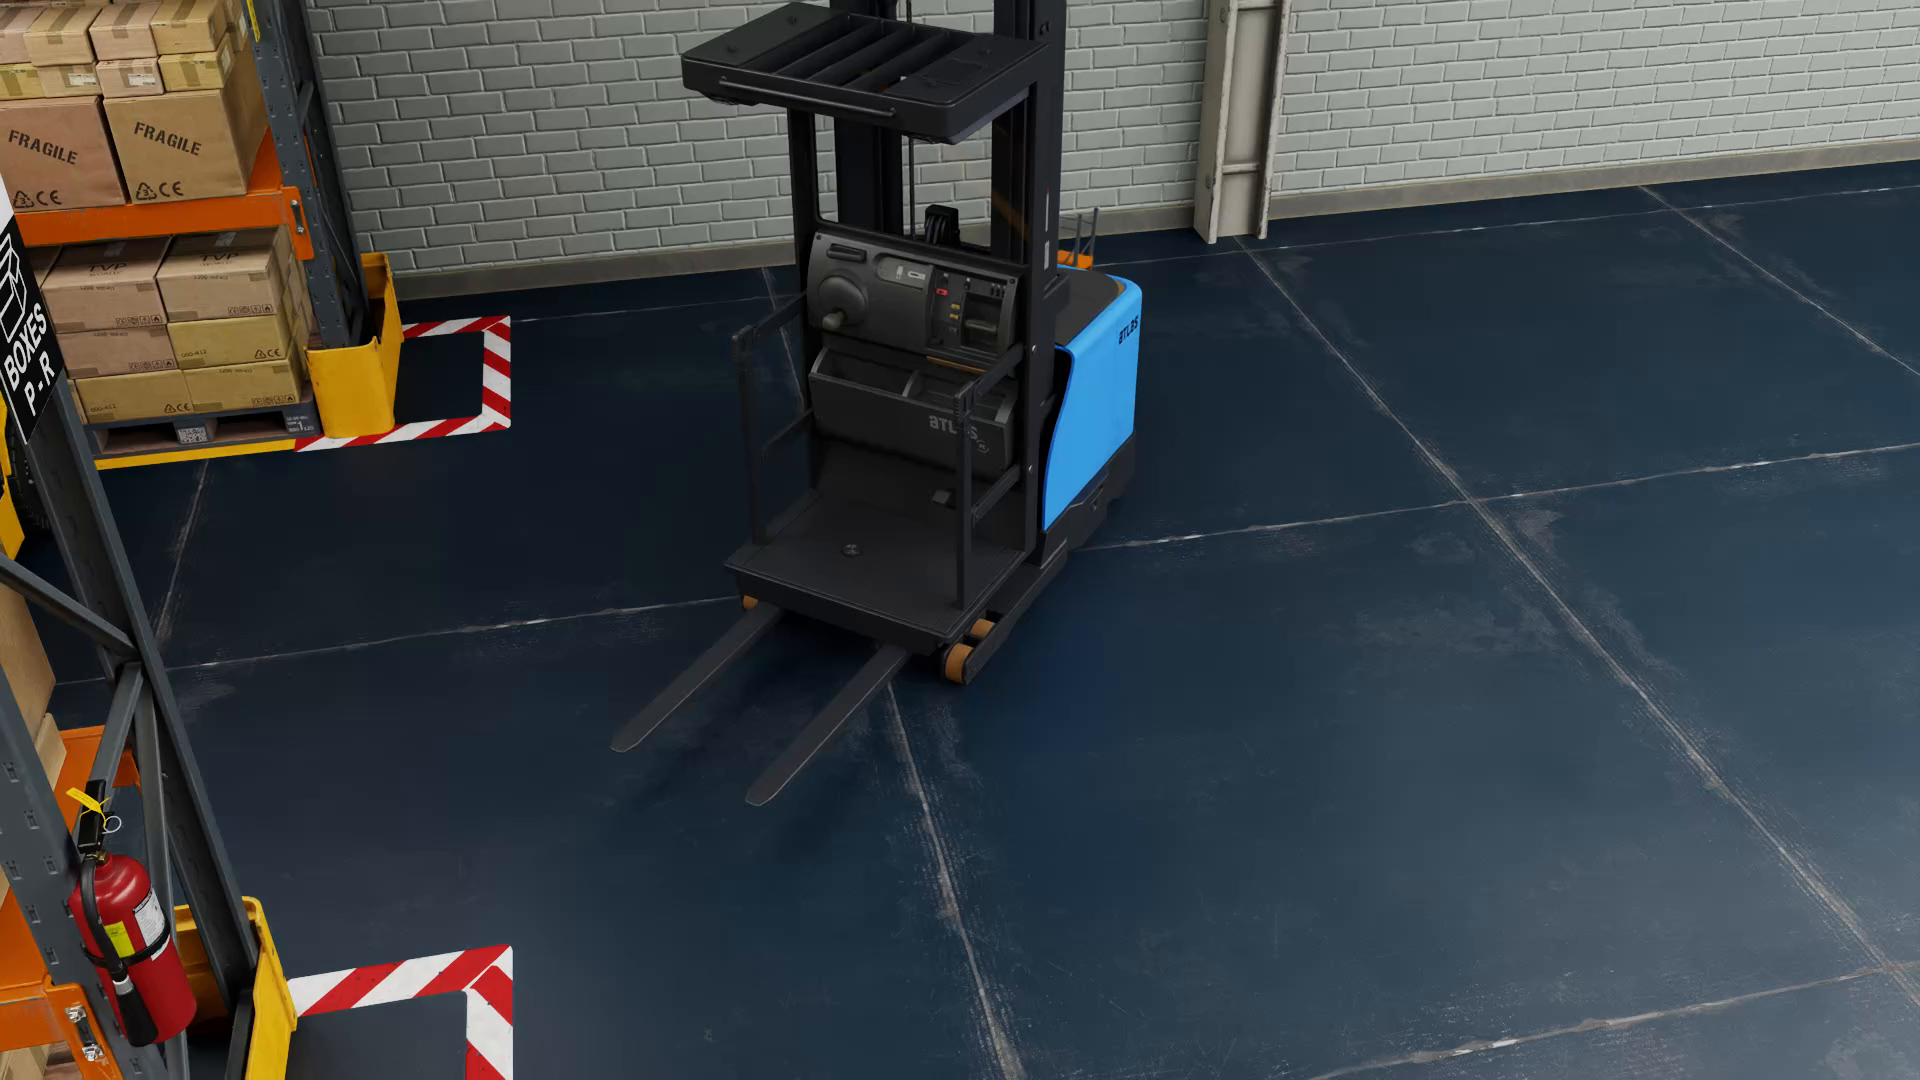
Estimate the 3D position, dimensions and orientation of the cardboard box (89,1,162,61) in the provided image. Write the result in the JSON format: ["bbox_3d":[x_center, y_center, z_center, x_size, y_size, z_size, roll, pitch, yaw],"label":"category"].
[{"bbox_3d":[-3.779,-2.320,7.577,0.250,0.149,0.380,-7,35,-10],"label":"cardboard box"}]

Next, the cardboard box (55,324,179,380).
[{"bbox_3d":[-4.140,-1.047,8.260,0.500,0.250,0.500,-8,35,-11],"label":"cardboard box"}]

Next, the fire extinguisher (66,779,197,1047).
[{"bbox_3d":[-1.930,0.874,3.825,0.183,0.674,0.296,-7,35,-11],"label":"fire extinguisher"}]

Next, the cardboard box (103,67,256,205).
[{"bbox_3d":[-3.664,-1.930,7.845,0.500,0.500,0.500,-8,35,-12],"label":"cardboard box"}]

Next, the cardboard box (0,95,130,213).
[{"bbox_3d":[-4.173,-1.871,7.757,0.500,0.500,0.500,-6,34,-9],"label":"cardboard box"}]

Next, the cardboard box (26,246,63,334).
[{"bbox_3d":[-4.609,-1.180,8.010,0.500,0.250,0.500,-7,34,-10],"label":"cardboard box"}]

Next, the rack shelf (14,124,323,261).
[{"bbox_3d":[-5.193,-1.547,8.009,4.000,0.370,1.077,-7,35,-11],"label":"rack shelf"}]

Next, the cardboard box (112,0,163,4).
[{"bbox_3d":[-3.890,-2.602,7.997,0.250,0.149,0.380,-6,34,-9],"label":"cardboard box"}]

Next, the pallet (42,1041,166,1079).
[{"bbox_3d":[-3.018,1.853,4.799,1.213,0.211,1.003,-7,35,-11],"label":"pallet"}]

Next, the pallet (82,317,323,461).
[{"bbox_3d":[-3.979,-0.817,8.778,1.213,0.211,1.003,-7,35,-11],"label":"pallet"}]

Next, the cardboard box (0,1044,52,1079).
[{"bbox_3d":[-2.992,1.522,4.881,0.500,0.250,0.500,-7,35,-11],"label":"cardboard box"}]

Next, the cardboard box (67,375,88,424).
[{"bbox_3d":[-4.608,-0.782,8.315,0.500,0.250,0.500,-7,34,-10],"label":"cardboard box"}]

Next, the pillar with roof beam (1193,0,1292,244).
[{"bbox_3d":[2.682,-3.385,4.718,0.400,9.000,9.100,-7,35,-11],"label":"pillar with roof beam"}]

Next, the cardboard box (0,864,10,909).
[{"bbox_3d":[-2.461,0.872,3.984,0.250,0.149,0.380,-6,34,-9],"label":"cardboard box"}]

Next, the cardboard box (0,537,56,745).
[{"bbox_3d":[-2.667,0.348,4.183,0.500,0.500,0.500,-8,35,-11],"label":"cardboard box"}]

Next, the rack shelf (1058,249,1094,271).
[{"bbox_3d":[0.494,-1.344,8.106,0.258,0.103,0.180,17,27,23],"label":"rack shelf"}]

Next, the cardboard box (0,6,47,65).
[{"bbox_3d":[-4.287,-2.283,7.522,0.250,0.149,0.380,-7,34,-10],"label":"cardboard box"}]

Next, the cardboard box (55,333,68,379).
[{"bbox_3d":[-4.639,-0.972,8.148,0.500,0.250,0.500,-8,35,-12],"label":"cardboard box"}]

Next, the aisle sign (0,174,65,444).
[{"bbox_3d":[-2.152,-0.650,3.694,0.004,0.787,0.394,-7,35,-11],"label":"aisle sign"}]

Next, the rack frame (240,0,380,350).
[{"bbox_3d":[-3.242,-2.092,8.175,0.127,3.000,1.000,-7,35,-11],"label":"rack frame"}]

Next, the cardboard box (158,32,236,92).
[{"bbox_3d":[-3.519,-2.208,7.676,0.250,0.149,0.380,-7,34,-10],"label":"cardboard box"}]

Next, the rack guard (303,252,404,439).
[{"bbox_3d":[-3.219,-1.057,8.876,0.348,0.500,1.175,-7,35,-11],"label":"rack guard"}]

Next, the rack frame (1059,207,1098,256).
[{"bbox_3d":[0.510,-1.090,8.313,0.240,1.200,0.006,17,27,23],"label":"rack frame"}]

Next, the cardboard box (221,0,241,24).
[{"bbox_3d":[-3.617,-2.601,7.995,0.250,0.149,0.380,-8,35,-11],"label":"cardboard box"}]

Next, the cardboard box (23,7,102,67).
[{"bbox_3d":[-4.028,-2.274,7.507,0.250,0.149,0.380,-6,34,-9],"label":"cardboard box"}]

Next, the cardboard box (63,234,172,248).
[{"bbox_3d":[-4.239,-1.520,8.517,0.500,0.250,0.500,-7,35,-10],"label":"cardboard box"}]

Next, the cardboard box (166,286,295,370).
[{"bbox_3d":[-3.648,-1.102,8.343,0.500,0.250,0.500,-8,35,-11],"label":"cardboard box"}]

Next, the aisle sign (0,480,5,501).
[{"bbox_3d":[-2.019,-0.324,3.208,0.004,0.787,0.394,-7,35,-11],"label":"aisle sign"}]

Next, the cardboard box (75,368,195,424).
[{"bbox_3d":[-4.118,-0.839,8.399,0.500,0.250,0.500,-7,35,-11],"label":"cardboard box"}]

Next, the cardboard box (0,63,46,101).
[{"bbox_3d":[-4.272,-2.137,7.571,0.250,0.149,0.380,-7,35,-11],"label":"cardboard box"}]

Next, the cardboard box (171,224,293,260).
[{"bbox_3d":[-3.753,-1.583,8.611,0.500,0.250,0.500,-8,35,-11],"label":"cardboard box"}]

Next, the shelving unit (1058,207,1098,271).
[{"bbox_3d":[0.467,-1.059,8.238,0.258,1.200,0.189,17,27,23],"label":"shelving unit"}]

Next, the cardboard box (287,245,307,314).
[{"bbox_3d":[-3.747,-1.387,8.767,0.500,0.250,0.500,-7,34,-10],"label":"cardboard box"}]

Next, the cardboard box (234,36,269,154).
[{"bbox_3d":[-3.787,-2.223,8.282,0.500,0.500,0.500,-6,34,-9],"label":"cardboard box"}]

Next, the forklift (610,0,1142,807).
[{"bbox_3d":[-0.296,-0.910,6.476,1.130,2.935,3.031,17,37,23],"label":"forklift"}]

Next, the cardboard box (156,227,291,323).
[{"bbox_3d":[-3.623,-1.314,8.209,0.500,0.250,0.500,-6,34,-9],"label":"cardboard box"}]

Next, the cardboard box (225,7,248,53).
[{"bbox_3d":[-3.630,-2.502,8.115,0.250,0.149,0.380,-8,35,-12],"label":"cardboard box"}]

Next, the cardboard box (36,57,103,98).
[{"bbox_3d":[-4.028,-2.162,7.607,0.250,0.149,0.380,-7,34,-10],"label":"cardboard box"}]

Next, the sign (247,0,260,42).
[{"bbox_3d":[-3.136,-2.374,7.345,0.005,0.325,0.100,-7,35,-11],"label":"sign"}]

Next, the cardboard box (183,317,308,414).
[{"bbox_3d":[-3.631,-0.895,8.483,0.500,0.250,0.500,-7,34,-10],"label":"cardboard box"}]

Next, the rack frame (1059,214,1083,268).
[{"bbox_3d":[0.424,-1.029,8.163,0.240,1.200,0.006,17,27,23],"label":"rack frame"}]

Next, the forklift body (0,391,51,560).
[{"bbox_3d":[-4.689,-0.515,6.587,1.214,2.155,2.313,-7,35,-11],"label":"forklift body"}]

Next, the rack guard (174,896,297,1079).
[{"bbox_3d":[-2.218,1.653,4.838,0.348,0.500,1.175,-7,35,-11],"label":"rack guard"}]

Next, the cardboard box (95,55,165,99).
[{"bbox_3d":[-3.761,-2.160,7.605,0.250,0.149,0.380,-7,34,-10],"label":"cardboard box"}]

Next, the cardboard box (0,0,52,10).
[{"bbox_3d":[-4.379,-2.525,7.882,0.250,0.149,0.380,-7,34,-10],"label":"cardboard box"}]

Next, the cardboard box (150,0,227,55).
[{"bbox_3d":[-3.545,-2.368,7.647,0.250,0.149,0.380,-7,35,-10],"label":"cardboard box"}]

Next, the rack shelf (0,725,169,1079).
[{"bbox_3d":[-4.094,1.150,3.990,4.000,0.370,1.077,-7,35,-11],"label":"rack shelf"}]

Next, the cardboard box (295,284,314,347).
[{"bbox_3d":[-3.765,-1.170,8.893,0.500,0.250,0.500,-7,35,-10],"label":"cardboard box"}]

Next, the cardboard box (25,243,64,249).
[{"bbox_3d":[-4.730,-1.464,8.434,0.500,0.250,0.500,-7,35,-11],"label":"cardboard box"}]

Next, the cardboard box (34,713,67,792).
[{"bbox_3d":[-2.521,0.639,4.331,0.250,0.149,0.380,-7,35,-10],"label":"cardboard box"}]

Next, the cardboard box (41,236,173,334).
[{"bbox_3d":[-4.119,-1.248,8.111,0.500,0.250,0.500,-7,34,-10],"label":"cardboard box"}]

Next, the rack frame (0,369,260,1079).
[{"bbox_3d":[-2.144,0.605,4.156,0.127,3.000,1.000,-7,35,-11],"label":"rack frame"}]

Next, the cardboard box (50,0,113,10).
[{"bbox_3d":[-4.134,-2.547,7.915,0.250,0.149,0.380,-7,34,-10],"label":"cardboard box"}]
